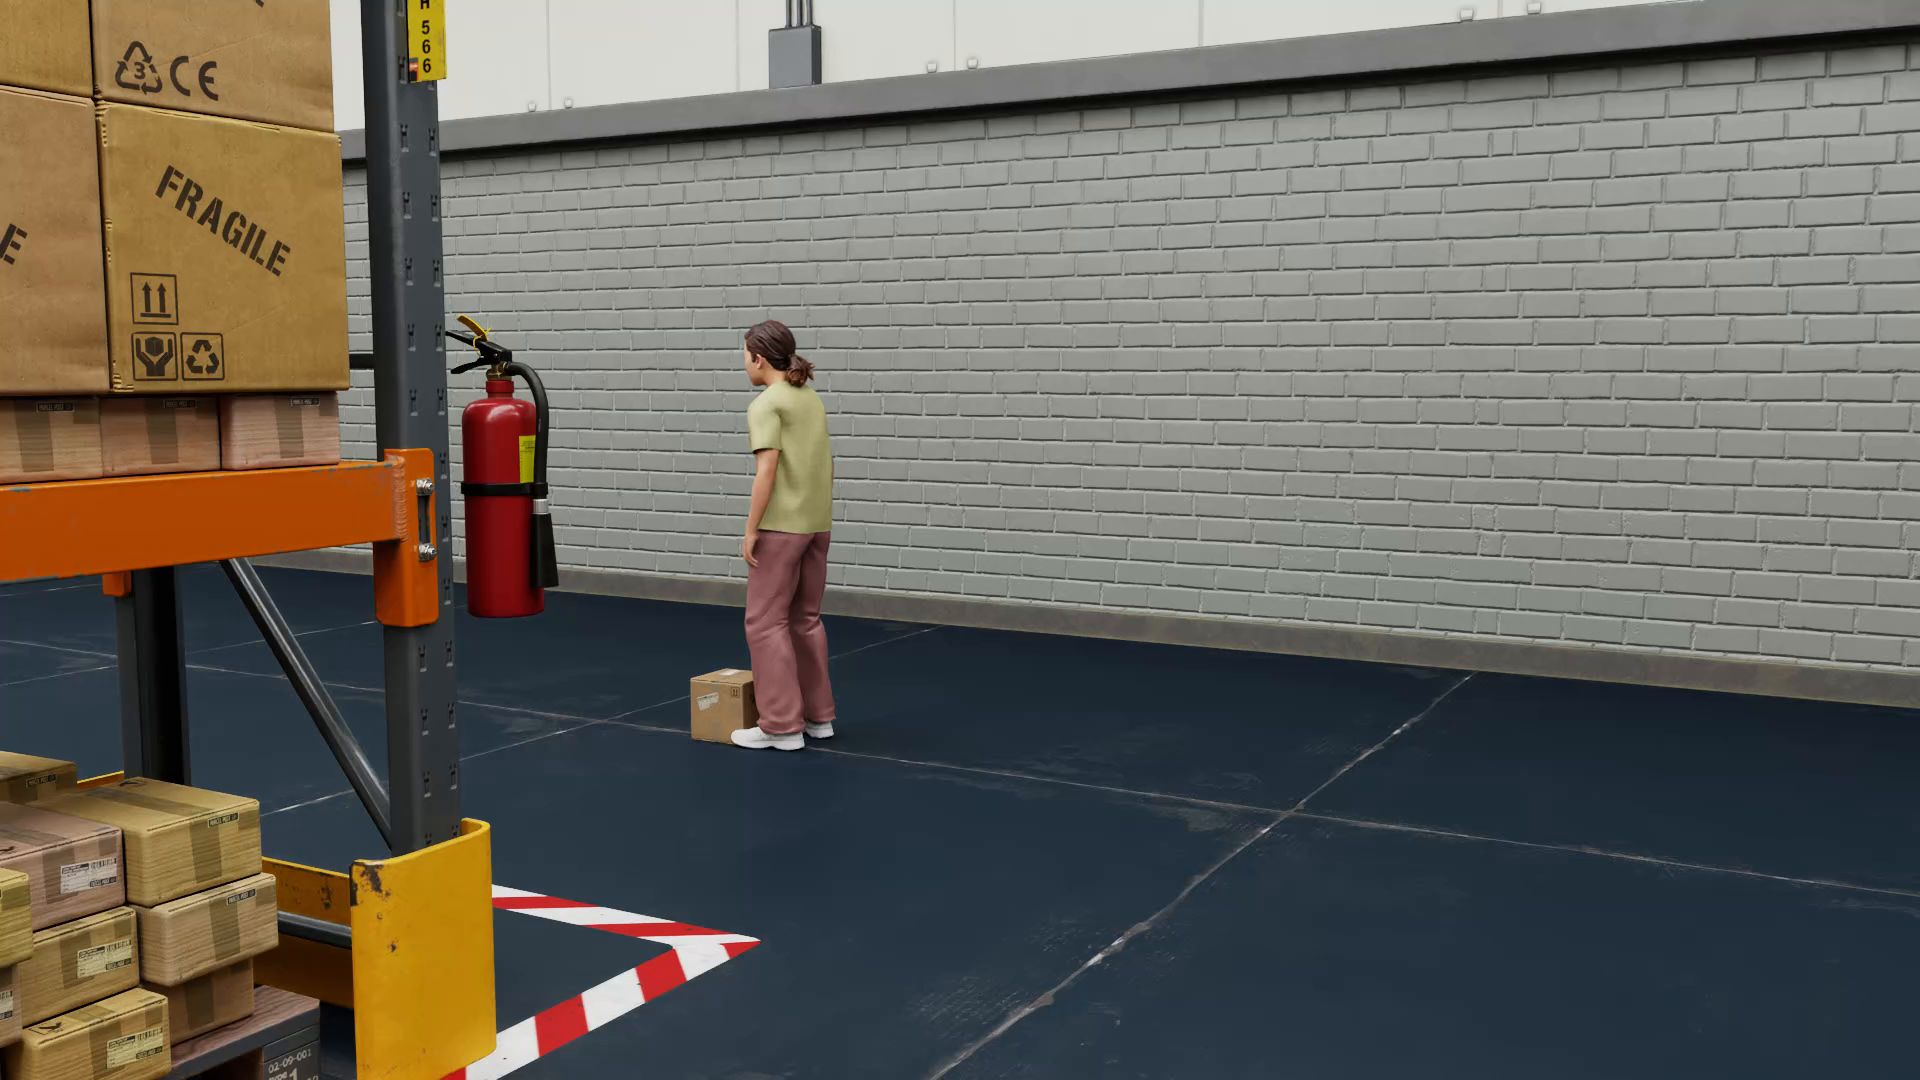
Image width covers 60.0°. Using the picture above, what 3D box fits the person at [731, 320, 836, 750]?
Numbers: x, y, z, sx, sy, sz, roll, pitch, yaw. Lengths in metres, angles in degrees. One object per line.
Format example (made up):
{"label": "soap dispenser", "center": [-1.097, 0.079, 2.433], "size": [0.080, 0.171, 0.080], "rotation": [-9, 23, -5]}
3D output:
{"label": "person", "center": [-0.692, -0.017, 6.553], "size": [0.356, 1.660, 0.499], "rotation": [3, 7, 29]}
